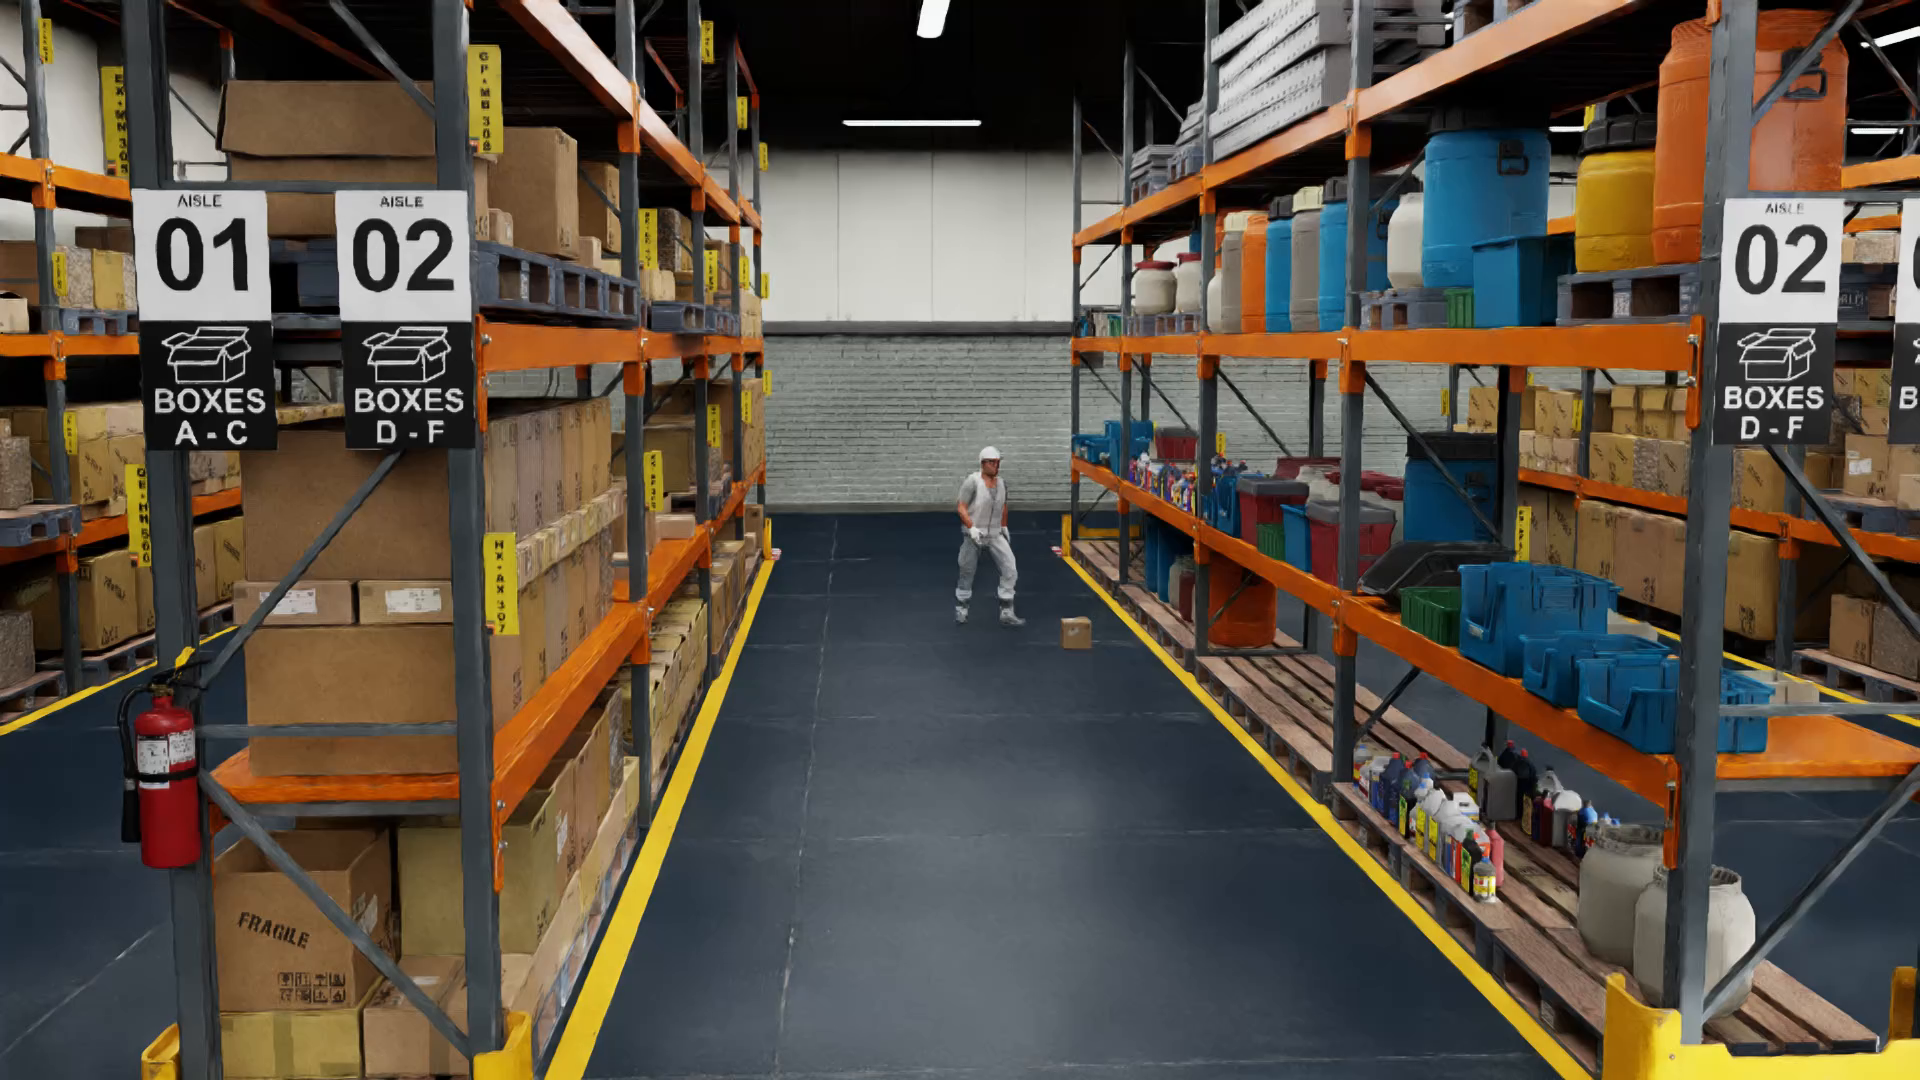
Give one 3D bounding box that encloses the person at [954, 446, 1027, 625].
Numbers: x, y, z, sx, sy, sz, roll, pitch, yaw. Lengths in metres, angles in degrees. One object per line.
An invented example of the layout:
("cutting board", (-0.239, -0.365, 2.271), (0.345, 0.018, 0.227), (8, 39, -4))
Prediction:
("person", (0.251, -0.039, 16.028), (0.660, 1.745, 0.719), (-4, 8, -28))
